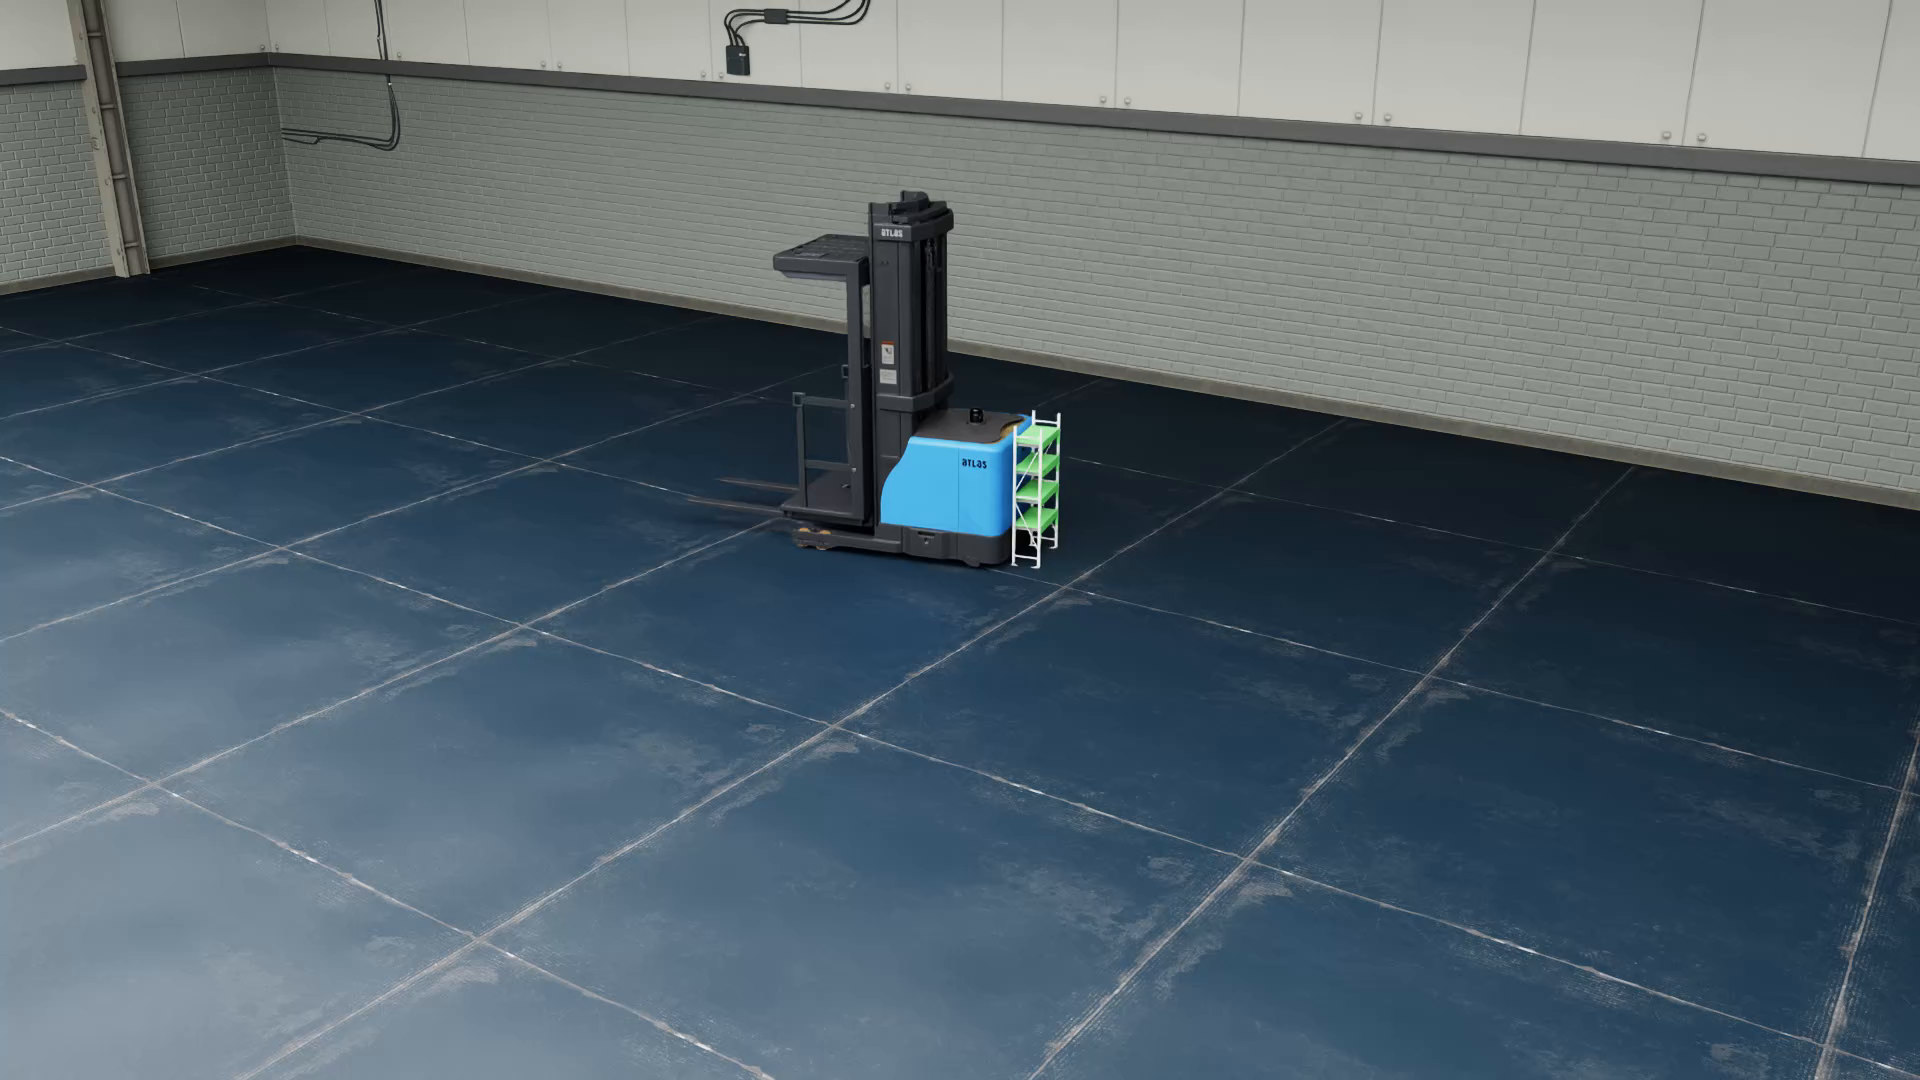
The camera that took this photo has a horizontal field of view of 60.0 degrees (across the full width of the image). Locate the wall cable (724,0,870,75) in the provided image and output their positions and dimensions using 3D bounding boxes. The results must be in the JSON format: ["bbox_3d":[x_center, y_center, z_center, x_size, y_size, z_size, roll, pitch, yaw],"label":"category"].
[{"bbox_3d":[-2.031,-8.602,19.796,2.305,6.003,0.169,13,24,32],"label":"wall cable"}]

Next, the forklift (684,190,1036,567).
[{"bbox_3d":[-0.910,-1.450,14.107,3.031,2.935,1.130,7,22,19],"label":"forklift"}]

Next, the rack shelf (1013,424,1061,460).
[{"bbox_3d":[0.633,-0.812,13.677,0.258,0.148,0.480,7,22,19],"label":"rack shelf"}]

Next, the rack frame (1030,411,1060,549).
[{"bbox_3d":[0.717,-0.501,14.036,0.240,1.200,0.015,7,22,19],"label":"rack frame"}]

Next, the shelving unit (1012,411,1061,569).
[{"bbox_3d":[0.633,-0.421,13.821,0.258,1.200,0.503,7,22,19],"label":"shelving unit"}]

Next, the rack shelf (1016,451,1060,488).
[{"bbox_3d":[0.633,-0.586,13.760,0.258,0.148,0.480,7,22,19],"label":"rack shelf"}]

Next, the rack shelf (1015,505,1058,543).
[{"bbox_3d":[0.632,-0.136,13.927,0.258,0.148,0.480,7,22,19],"label":"rack shelf"}]

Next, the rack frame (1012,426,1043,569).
[{"bbox_3d":[0.548,-0.342,13.607,0.240,1.200,0.015,7,22,19],"label":"rack frame"}]

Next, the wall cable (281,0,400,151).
[{"bbox_3d":[-9.873,-7.407,25.942,3.097,2.526,0.112,13,24,32],"label":"wall cable"}]

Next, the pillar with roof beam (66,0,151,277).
[{"bbox_3d":[-9.062,-7.436,21.545,9.100,9.000,0.400,13,24,32],"label":"pillar with roof beam"}]

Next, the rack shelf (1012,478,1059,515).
[{"bbox_3d":[0.633,-0.361,13.843,0.258,0.148,0.480,7,22,19],"label":"rack shelf"}]
